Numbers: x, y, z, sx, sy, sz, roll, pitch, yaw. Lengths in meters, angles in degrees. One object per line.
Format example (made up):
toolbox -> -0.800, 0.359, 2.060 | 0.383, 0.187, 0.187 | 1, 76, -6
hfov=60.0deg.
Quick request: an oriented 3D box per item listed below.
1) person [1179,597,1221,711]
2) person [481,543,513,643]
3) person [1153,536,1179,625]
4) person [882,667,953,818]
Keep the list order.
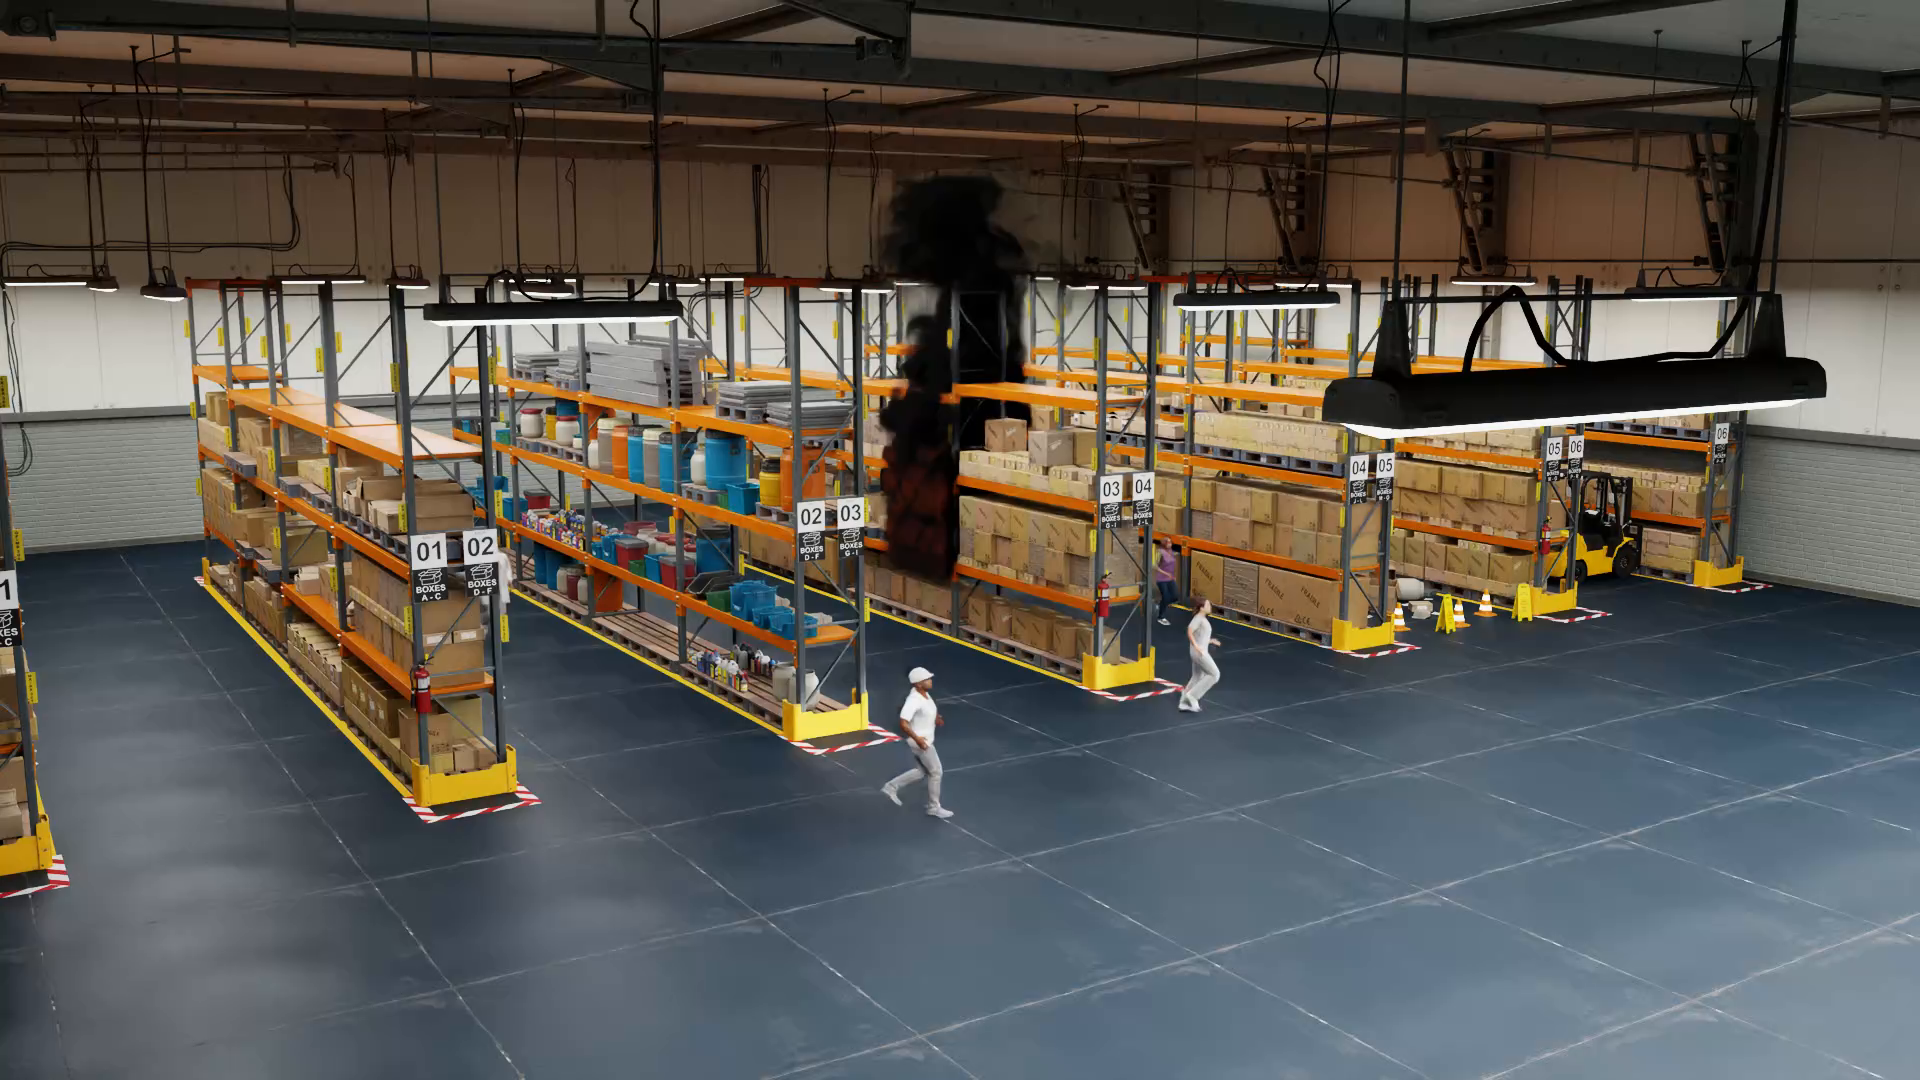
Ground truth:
person -> 3.393, 1.609, 23.485 | 0.572, 1.638, 0.557 | 1, 10, 8
person -> -7.801, 0.875, 27.820 | 0.707, 1.652, 0.681 | -7, 12, -37
person -> 3.594, 0.711, 29.097 | 0.543, 1.567, 0.530 | -8, 12, -38
person -> -0.489, 2.312, 19.049 | 0.823, 1.763, 0.690 | 0, 10, 0
